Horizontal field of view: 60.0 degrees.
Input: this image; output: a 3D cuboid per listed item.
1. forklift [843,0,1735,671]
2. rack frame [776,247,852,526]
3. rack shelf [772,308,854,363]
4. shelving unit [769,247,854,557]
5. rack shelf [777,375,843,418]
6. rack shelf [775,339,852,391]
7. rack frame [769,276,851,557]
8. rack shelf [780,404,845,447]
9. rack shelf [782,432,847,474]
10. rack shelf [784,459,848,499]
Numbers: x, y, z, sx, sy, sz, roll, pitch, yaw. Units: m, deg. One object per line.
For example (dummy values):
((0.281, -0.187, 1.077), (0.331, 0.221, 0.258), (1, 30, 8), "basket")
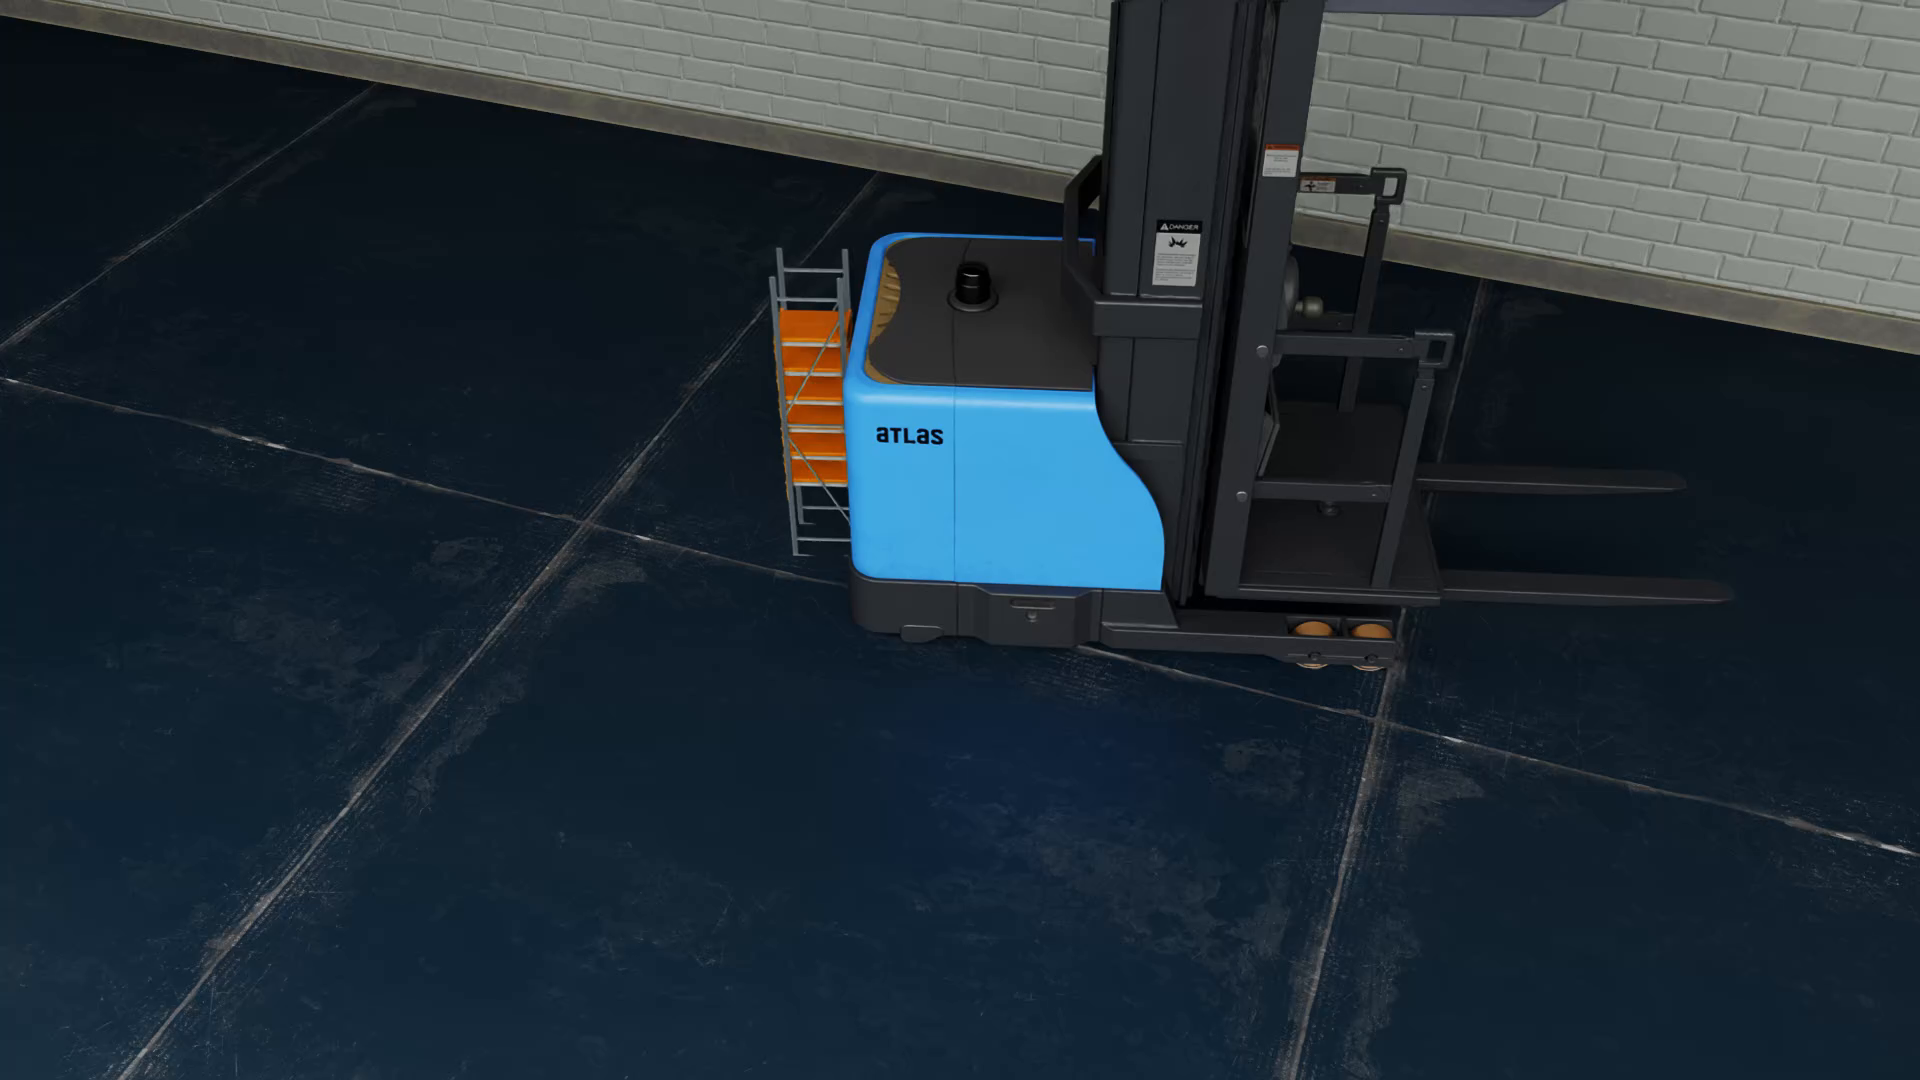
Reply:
((1.156, -1.023, 5.191), (3.031, 2.935, 1.130), (2, 41, 3), "forklift")
((-0.493, -0.515, 5.929), (0.240, 1.200, 0.006), (1, 40, 2), "rack frame")
((-0.497, -0.695, 5.654), (0.258, 0.103, 0.180), (1, 40, 2), "rack shelf")
((-0.497, -0.455, 5.859), (0.258, 1.200, 0.189), (1, 40, 2), "shelving unit")
((-0.497, -0.513, 5.810), (0.258, 0.103, 0.180), (1, 40, 2), "rack shelf")
((-0.497, -0.604, 5.732), (0.258, 0.103, 0.180), (1, 40, 2), "rack shelf")
((-0.500, -0.396, 5.790), (0.240, 1.200, 0.006), (1, 40, 2), "rack frame")
((-0.497, -0.422, 5.888), (0.258, 0.103, 0.180), (1, 40, 2), "rack shelf")
((-0.497, -0.330, 5.966), (0.258, 0.103, 0.180), (1, 40, 2), "rack shelf")
((-0.497, -0.239, 6.044), (0.258, 0.103, 0.180), (1, 40, 2), "rack shelf")
